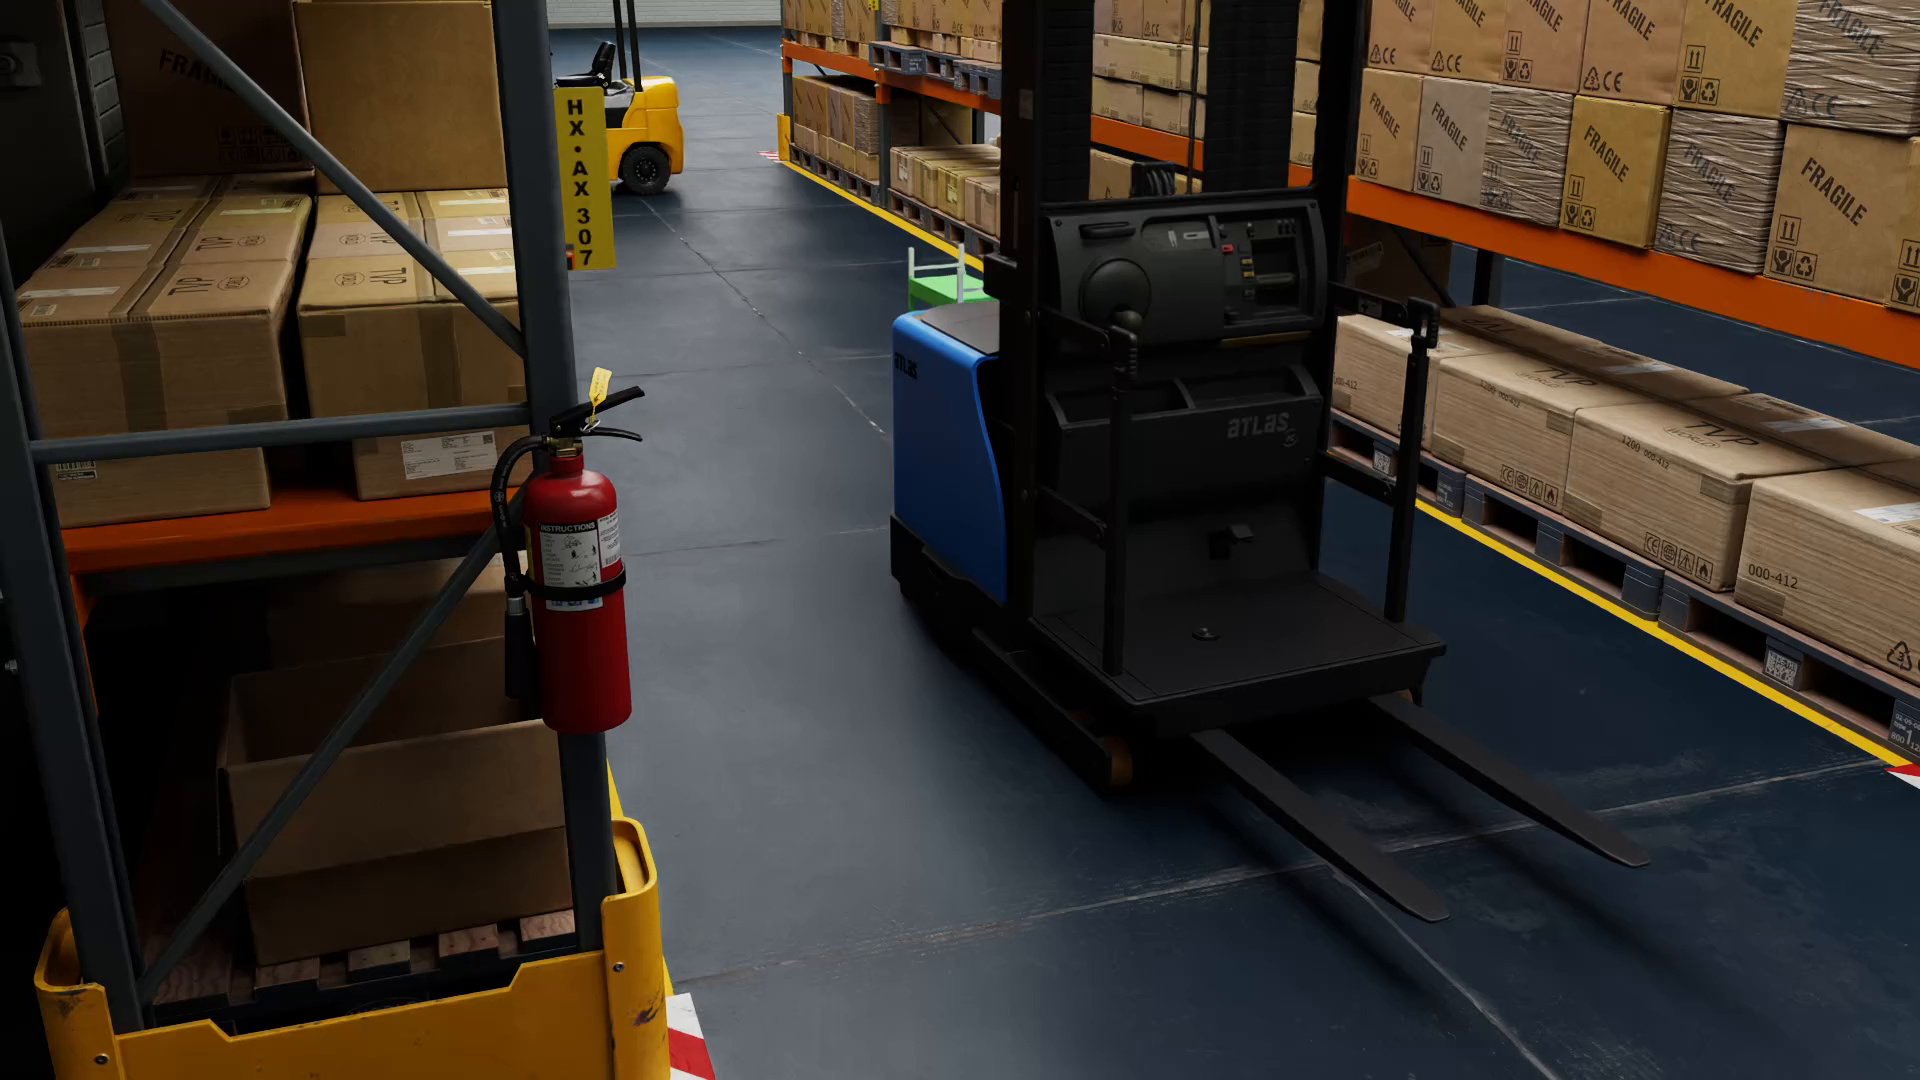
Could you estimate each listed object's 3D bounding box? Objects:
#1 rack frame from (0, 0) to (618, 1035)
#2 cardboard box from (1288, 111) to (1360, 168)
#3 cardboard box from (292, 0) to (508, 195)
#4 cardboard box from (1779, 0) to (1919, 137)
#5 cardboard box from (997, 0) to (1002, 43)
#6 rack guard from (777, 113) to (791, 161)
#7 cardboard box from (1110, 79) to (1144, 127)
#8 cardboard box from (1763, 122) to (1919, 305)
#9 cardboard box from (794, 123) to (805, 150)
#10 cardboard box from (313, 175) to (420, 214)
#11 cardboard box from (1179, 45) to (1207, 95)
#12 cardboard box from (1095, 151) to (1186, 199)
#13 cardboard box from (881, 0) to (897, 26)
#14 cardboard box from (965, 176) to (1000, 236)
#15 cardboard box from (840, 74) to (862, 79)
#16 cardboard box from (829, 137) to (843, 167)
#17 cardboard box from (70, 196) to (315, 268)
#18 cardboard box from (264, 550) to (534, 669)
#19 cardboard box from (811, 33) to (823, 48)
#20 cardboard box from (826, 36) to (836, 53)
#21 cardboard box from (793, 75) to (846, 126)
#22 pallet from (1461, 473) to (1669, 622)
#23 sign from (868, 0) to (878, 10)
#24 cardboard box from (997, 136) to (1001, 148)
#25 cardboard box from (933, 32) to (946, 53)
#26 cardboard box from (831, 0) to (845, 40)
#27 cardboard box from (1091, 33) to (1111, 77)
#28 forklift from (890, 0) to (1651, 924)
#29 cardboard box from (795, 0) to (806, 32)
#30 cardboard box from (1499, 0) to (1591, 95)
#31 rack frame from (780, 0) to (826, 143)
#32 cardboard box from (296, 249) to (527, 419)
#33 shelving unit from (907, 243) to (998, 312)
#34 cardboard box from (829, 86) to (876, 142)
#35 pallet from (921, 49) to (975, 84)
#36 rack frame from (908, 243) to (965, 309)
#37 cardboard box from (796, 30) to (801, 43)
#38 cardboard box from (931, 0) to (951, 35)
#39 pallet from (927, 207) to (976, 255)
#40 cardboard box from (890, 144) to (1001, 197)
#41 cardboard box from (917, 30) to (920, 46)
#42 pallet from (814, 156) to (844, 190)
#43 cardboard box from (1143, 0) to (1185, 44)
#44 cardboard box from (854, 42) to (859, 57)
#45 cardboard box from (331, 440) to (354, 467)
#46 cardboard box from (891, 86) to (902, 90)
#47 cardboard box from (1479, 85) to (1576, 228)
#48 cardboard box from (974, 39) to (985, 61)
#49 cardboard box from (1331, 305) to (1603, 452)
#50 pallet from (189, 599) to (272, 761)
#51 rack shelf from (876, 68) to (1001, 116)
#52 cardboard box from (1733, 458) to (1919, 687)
[{"bbox_3d":[-1.201,-0.187,3.000,1.000,3.000,0.127,-6,21,-17],"label":"rack frame"},{"bbox_3d":[1.872,-2.046,8.397,0.500,0.250,0.500,-7,21,-18],"label":"cardboard box"},{"bbox_3d":[-1.560,-1.265,4.674,0.500,0.500,0.500,-6,21,-16],"label":"cardboard box"},{"bbox_3d":[2.940,-1.527,5.105,0.500,0.500,0.500,-6,21,-17],"label":"cardboard box"},{"bbox_3d":[0.589,-3.784,11.805,0.500,0.500,0.500,-7,21,-19],"label":"cardboard box"},{"bbox_3d":[-1.495,-4.650,19.122,1.175,0.500,0.348,-6,21,-17],"label":"rack guard"},{"bbox_3d":[1.248,-2.697,10.209,0.500,0.250,0.500,-6,21,-15],"label":"cardboard box"},{"bbox_3d":[2.964,-1.052,5.261,0.500,0.500,0.500,-7,21,-18],"label":"cardboard box"},{"bbox_3d":[-1.528,-4.466,18.358,0.500,0.250,0.500,-7,21,-18],"label":"cardboard box"},{"bbox_3d":[-1.590,-0.917,4.813,0.500,0.250,0.500,-7,21,-19],"label":"cardboard box"},{"bbox_3d":[1.551,-2.605,9.214,0.500,0.250,0.500,-6,21,-16],"label":"cardboard box"},{"bbox_3d":[1.410,-1.964,10.468,0.875,0.875,0.875,-6,21,-17],"label":"cardboard box"},{"bbox_3d":[-0.387,-4.770,14.551,0.500,0.500,0.500,-6,21,-16],"label":"cardboard box"},{"bbox_3d":[0.588,-2.662,13.157,0.950,0.372,0.625,-7,21,-18],"label":"cardboard box"},{"bbox_3d":[-1.020,-4.877,18.395,0.500,0.500,0.500,-6,21,-17],"label":"cardboard box"},{"bbox_3d":[-1.035,-3.965,16.964,0.500,0.250,0.500,-6,21,-16],"label":"cardboard box"},{"bbox_3d":[-1.910,-0.701,4.213,0.500,0.250,0.500,-6,21,-15],"label":"cardboard box"},{"bbox_3d":[-1.535,0.307,4.702,0.700,0.500,0.500,-6,20,-15],"label":"cardboard box"},{"bbox_3d":[-1.360,-5.262,17.501,0.380,0.149,0.250,-6,21,-16],"label":"cardboard box"},{"bbox_3d":[-1.142,-5.009,16.796,0.380,0.149,0.250,-6,21,-17],"label":"cardboard box"},{"bbox_3d":[-1.520,-4.811,18.210,0.500,0.500,0.500,-7,21,-19],"label":"cardboard box"},{"bbox_3d":[2.805,-0.043,6.723,1.003,0.211,1.213,-6,21,-17],"label":"pallet"},{"bbox_3d":[-0.774,-4.914,14.880,0.100,0.325,0.005,-6,21,-17],"label":"sign"},{"bbox_3d":[0.693,-3.880,16.975,0.500,0.500,0.500,8,21,20],"label":"cardboard box"},{"bbox_3d":[-0.005,-4.014,13.405,0.380,0.149,0.250,-6,20,-15],"label":"cardboard box"},{"bbox_3d":[-0.973,-5.200,16.370,0.500,0.500,0.500,-6,21,-16],"label":"cardboard box"},{"bbox_3d":[1.082,-3.093,10.572,0.500,0.250,0.500,-6,21,-16],"label":"cardboard box"},{"bbox_3d":[0.786,-0.807,4.828,1.130,2.935,3.031,-8,21,-22],"label":"forklift"},{"bbox_3d":[-1.468,-5.690,17.733,0.500,0.500,0.500,-6,21,-16],"label":"cardboard box"},{"bbox_3d":[2.476,-2.010,6.449,0.500,0.500,0.500,-6,21,-16],"label":"cardboard box"},{"bbox_3d":[-1.519,-5.850,18.767,1.000,3.000,0.127,-6,21,-17],"label":"rack frame"},{"bbox_3d":[-1.088,-0.431,3.461,0.500,0.250,0.500,-6,21,-17],"label":"cardboard box"},{"bbox_3d":[0.003,-0.534,6.628,0.258,1.200,0.503,-8,21,-22],"label":"shelving unit"},{"bbox_3d":[-1.025,-4.311,16.819,0.500,0.500,0.500,-5,20,-14],"label":"cardboard box"},{"bbox_3d":[0.334,-3.824,13.408,1.003,0.211,1.213,-6,21,-17],"label":"pallet"},{"bbox_3d":[-0.094,-0.609,6.838,0.240,1.200,0.015,-8,21,-22],"label":"rack frame"},{"bbox_3d":[-1.609,-5.601,18.445,0.380,0.149,0.250,-6,21,-17],"label":"cardboard box"},{"bbox_3d":[0.085,-4.286,13.202,0.500,0.500,0.500,-7,21,-19],"label":"cardboard box"},{"bbox_3d":[0.372,-2.612,13.878,1.003,0.211,1.213,-6,21,-17],"label":"pallet"},{"bbox_3d":[-0.095,-3.360,15.099,0.950,0.372,0.625,-6,21,-17],"label":"cardboard box"},{"bbox_3d":[-0.156,-4.271,14.121,0.380,0.149,0.250,-5,20,-14],"label":"cardboard box"},{"bbox_3d":[-0.894,-3.858,17.346,1.003,0.211,1.213,-6,21,-17],"label":"pallet"},{"bbox_3d":[1.387,-3.128,9.562,0.500,0.500,0.500,-6,21,-16],"label":"cardboard box"},{"bbox_3d":[-0.810,-4.772,16.136,0.380,0.149,0.250,-7,21,-18],"label":"cardboard box"},{"bbox_3d":[-1.168,-0.280,3.631,0.380,0.149,0.250,-6,21,-16],"label":"cardboard box"},{"bbox_3d":[-0.532,-4.378,17.006,0.500,0.500,0.500,-5,20,-14],"label":"cardboard box"},{"bbox_3d":[2.456,-1.546,6.635,0.500,0.500,0.500,-6,21,-17],"label":"cardboard box"},{"bbox_3d":[0.323,-3.679,12.471,0.380,0.149,0.250,-7,21,-20],"label":"cardboard box"},{"bbox_3d":[2.348,-0.778,7.815,0.875,0.438,0.875,-7,21,-18],"label":"cardboard box"},{"bbox_3d":[-1.856,0.454,5.340,1.003,0.211,1.213,-6,21,-17],"label":"pallet"},{"bbox_3d":[0.367,-3.586,13.528,1.077,0.370,4.000,-6,21,-17],"label":"rack shelf"},{"bbox_3d":[3.208,0.091,5.394,0.875,0.438,0.875,-7,21,-19],"label":"cardboard box"}]
